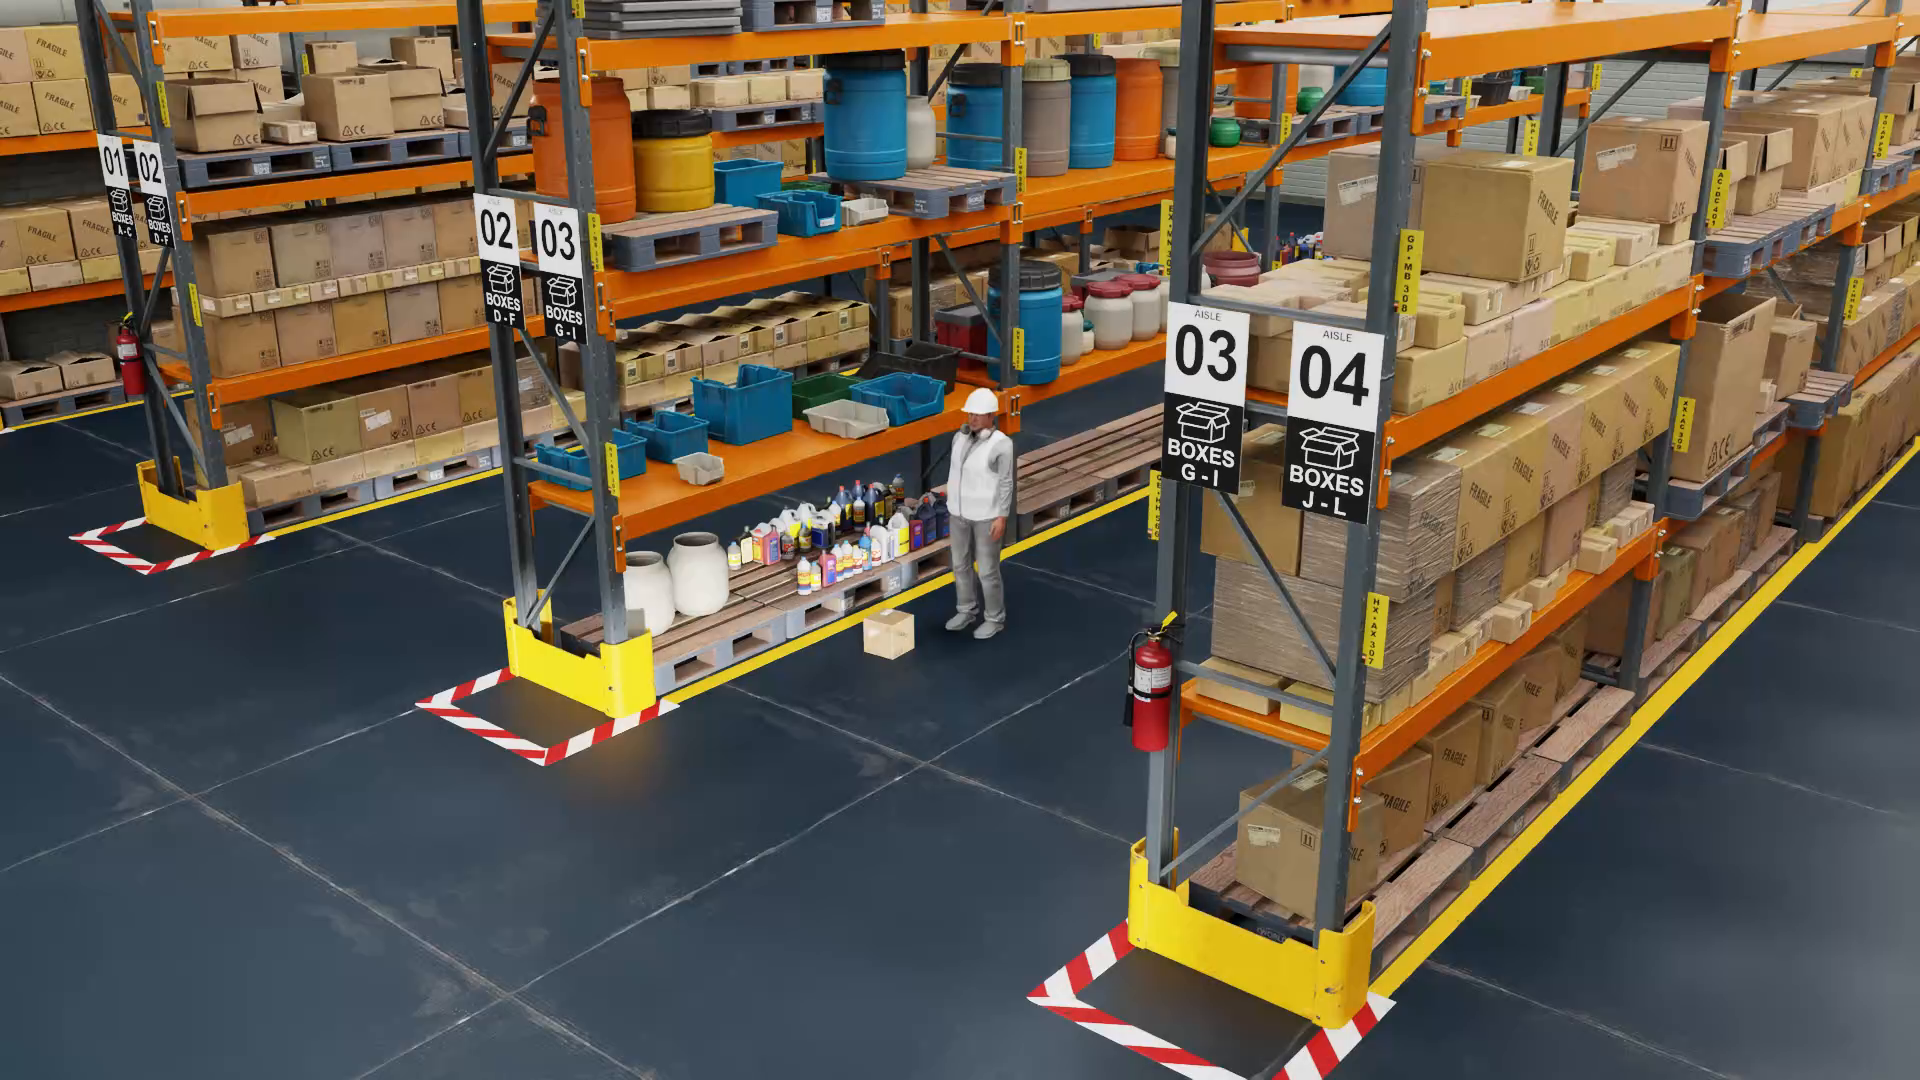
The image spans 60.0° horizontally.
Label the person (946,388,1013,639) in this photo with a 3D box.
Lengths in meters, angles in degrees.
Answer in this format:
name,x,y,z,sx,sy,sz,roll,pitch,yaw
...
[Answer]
name,x,y,z,sx,sy,sz,roll,pitch,yaw
person,0.129,-0.189,11.563,0.531,1.766,0.359,16,26,38
